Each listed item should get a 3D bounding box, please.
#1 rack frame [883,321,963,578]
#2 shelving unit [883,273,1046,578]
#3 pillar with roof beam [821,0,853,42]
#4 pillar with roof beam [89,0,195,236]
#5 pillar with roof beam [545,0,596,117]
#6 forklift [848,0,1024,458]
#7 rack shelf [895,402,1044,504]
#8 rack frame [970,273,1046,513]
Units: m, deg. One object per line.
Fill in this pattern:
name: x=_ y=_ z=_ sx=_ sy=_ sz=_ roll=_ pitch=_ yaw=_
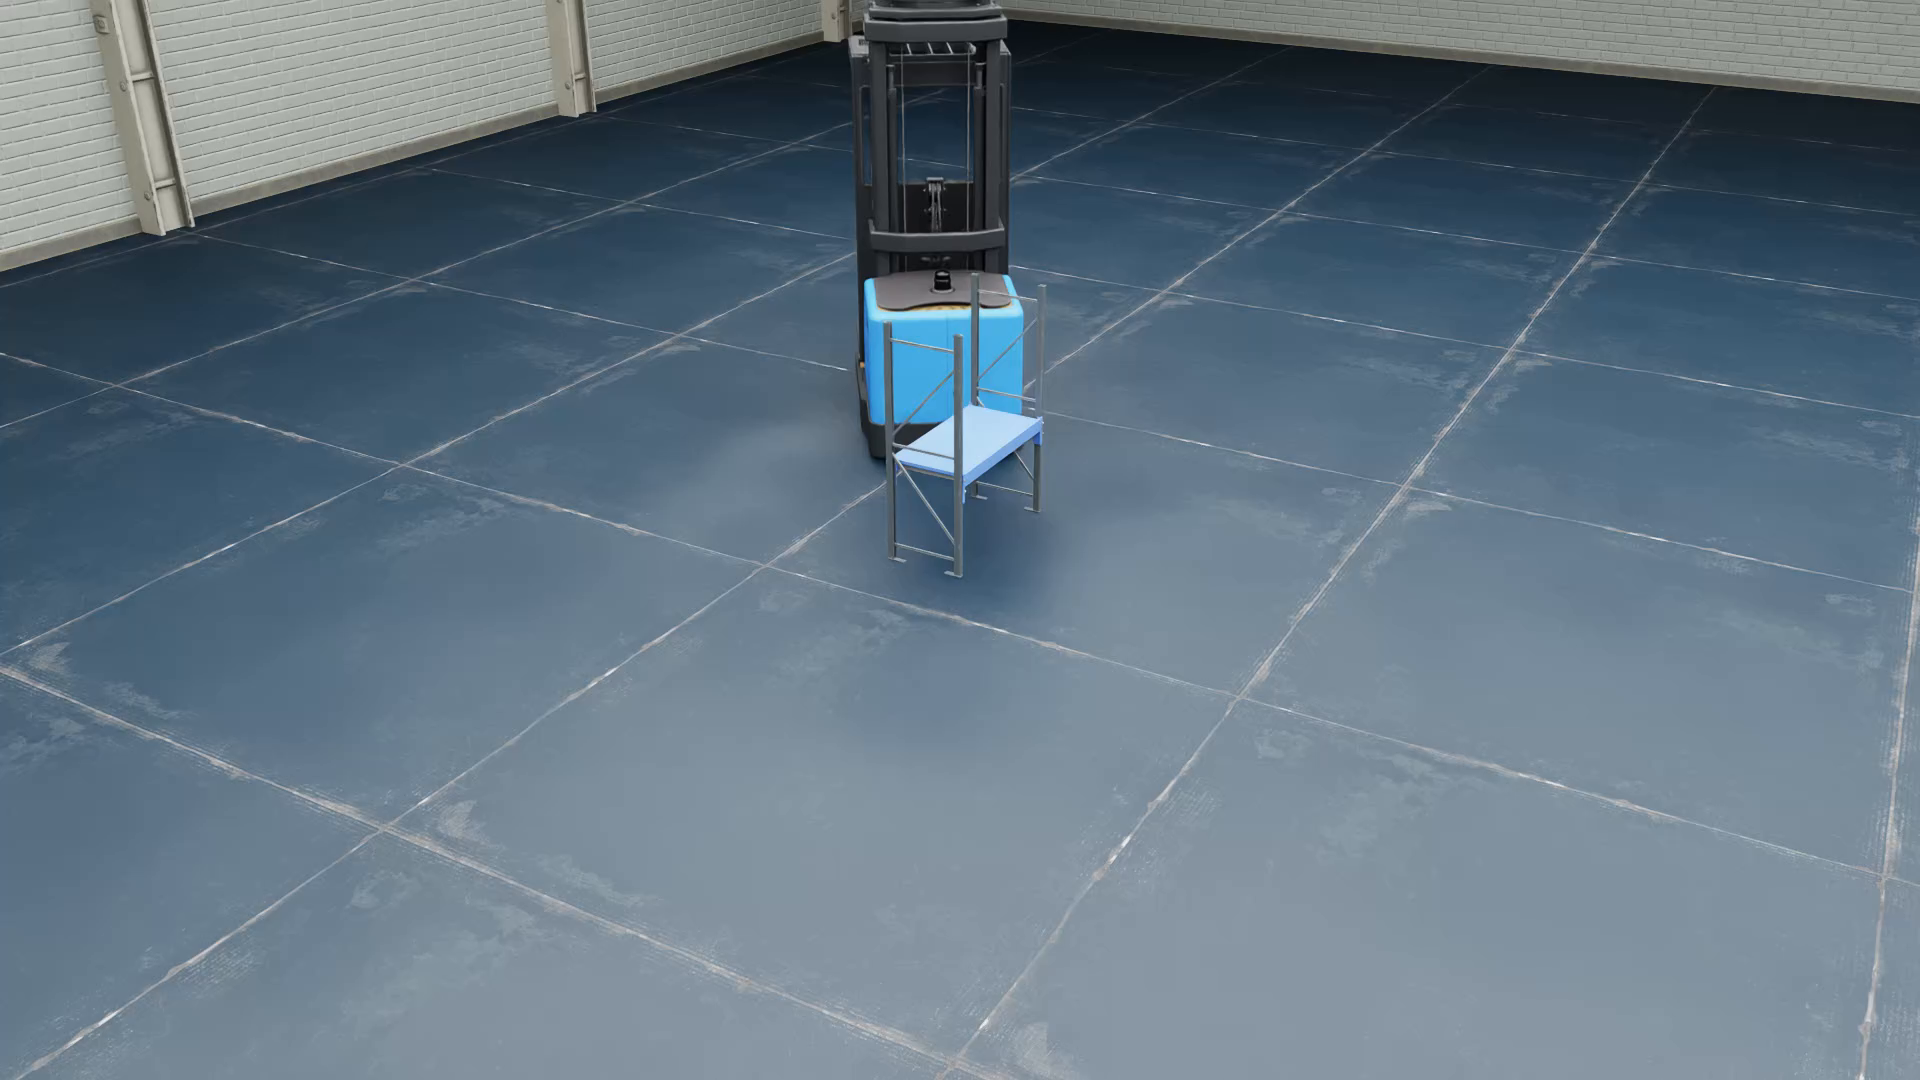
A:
rack frame: x=-0.208 y=-0.506 z=9.585 sx=0.500 sy=1.500 sz=0.032 roll=14 pitch=30 yaw=26
shelving unit: x=0.042 y=-0.704 z=9.981 sx=0.538 sy=1.500 sz=1.048 roll=14 pitch=30 yaw=26
pillar with roof beam: x=1.853 y=-10.819 z=21.811 sx=9.100 sy=9.000 sz=0.400 roll=14 pitch=30 yaw=26
pillar with roof beam: x=-4.050 y=-6.143 z=12.468 sx=9.100 sy=9.000 sz=0.400 roll=14 pitch=30 yaw=26
pillar with roof beam: x=-1.098 y=-8.481 z=17.139 sx=9.100 sy=9.000 sz=0.400 roll=14 pitch=30 yaw=26
forklift: x=-0.218 y=-2.492 z=11.953 sx=1.130 sy=2.935 sz=3.031 roll=-2 pitch=27 yaw=-5
rack shelf: x=0.042 y=-0.543 z=10.061 sx=0.538 sy=0.185 sz=1.000 roll=14 pitch=30 yaw=26
rack frame: x=0.292 y=-0.902 z=10.376 sx=0.500 sy=1.500 sz=0.032 roll=14 pitch=30 yaw=26
